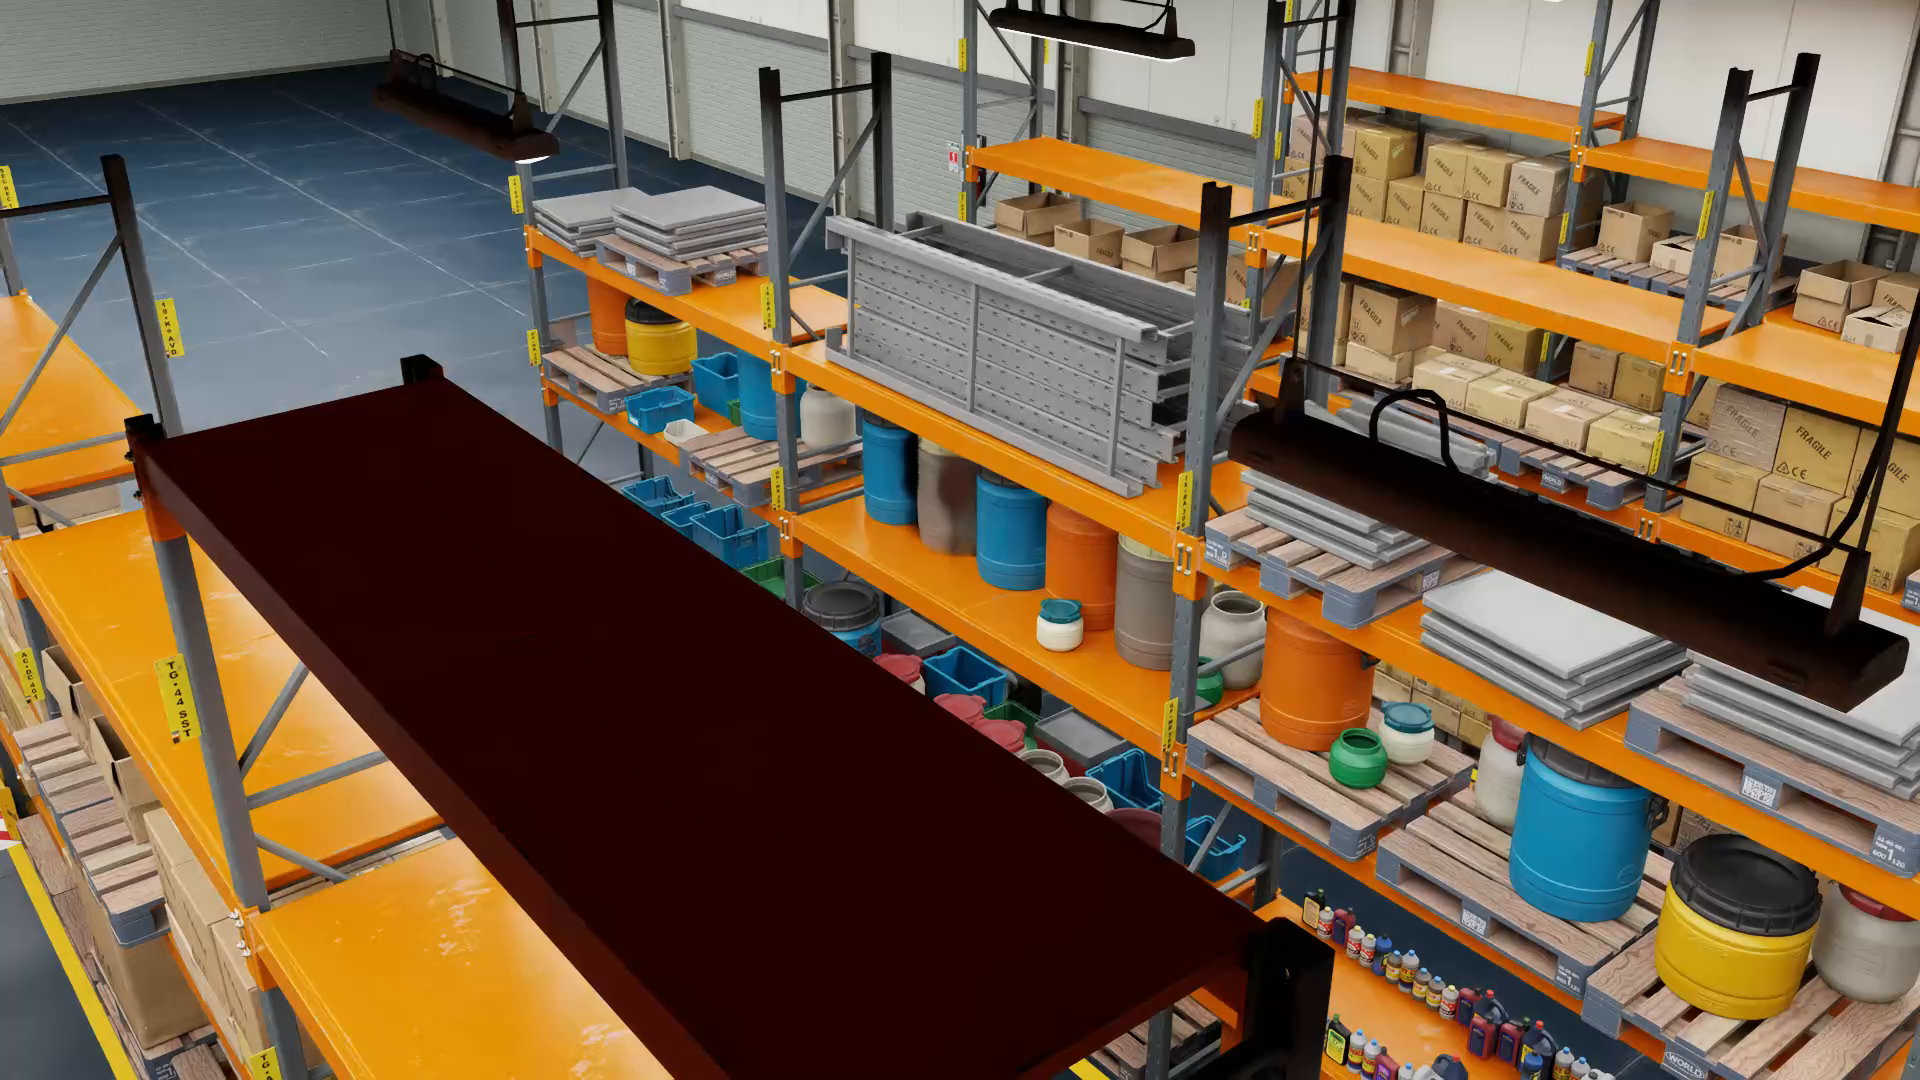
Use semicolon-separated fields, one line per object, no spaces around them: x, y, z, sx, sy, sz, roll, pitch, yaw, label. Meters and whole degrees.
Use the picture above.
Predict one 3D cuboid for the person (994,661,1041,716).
0.440;1.457;13.293;0.393;1.760;0.628;10;28;20;person
